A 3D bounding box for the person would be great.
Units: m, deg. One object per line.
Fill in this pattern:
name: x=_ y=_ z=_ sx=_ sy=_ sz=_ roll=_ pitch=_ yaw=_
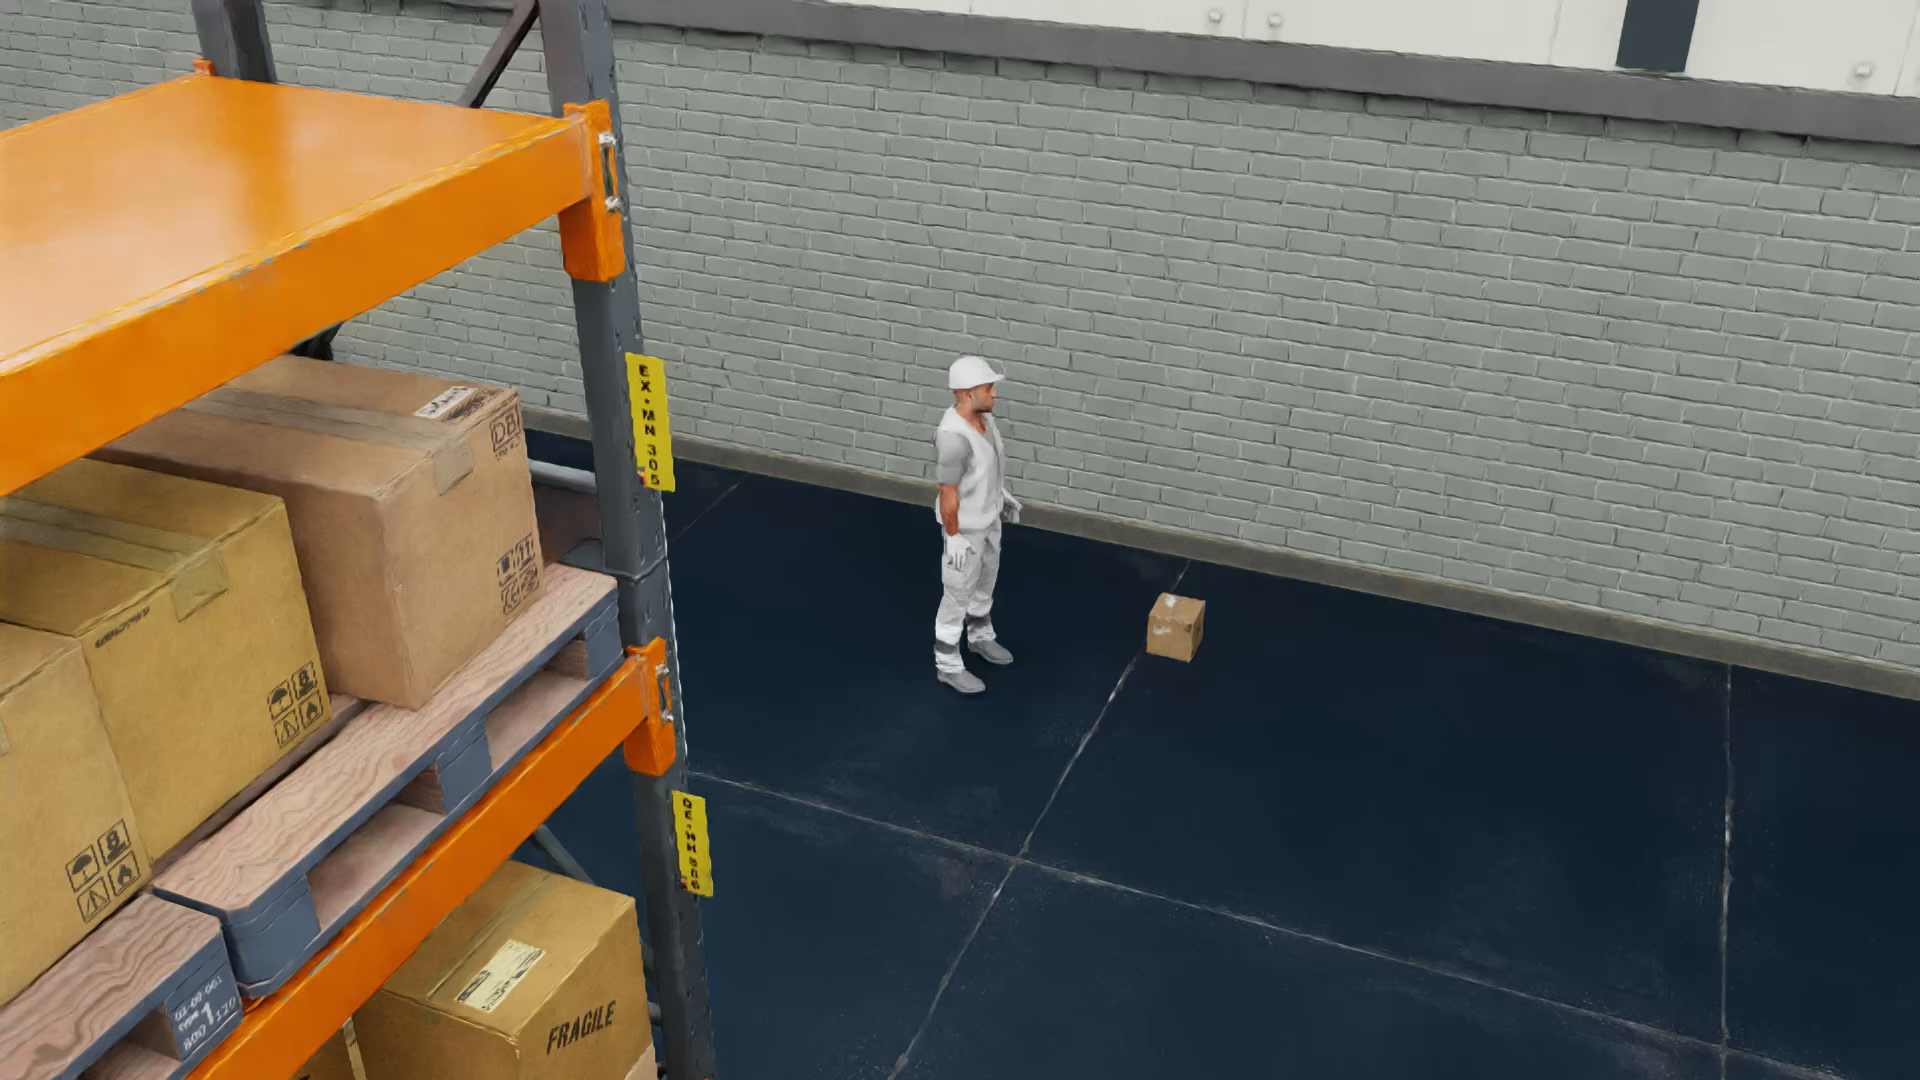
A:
person: x=0.079 y=-0.104 z=8.512 sx=0.383 sy=1.796 sz=0.577 roll=11 pitch=31 yaw=18
